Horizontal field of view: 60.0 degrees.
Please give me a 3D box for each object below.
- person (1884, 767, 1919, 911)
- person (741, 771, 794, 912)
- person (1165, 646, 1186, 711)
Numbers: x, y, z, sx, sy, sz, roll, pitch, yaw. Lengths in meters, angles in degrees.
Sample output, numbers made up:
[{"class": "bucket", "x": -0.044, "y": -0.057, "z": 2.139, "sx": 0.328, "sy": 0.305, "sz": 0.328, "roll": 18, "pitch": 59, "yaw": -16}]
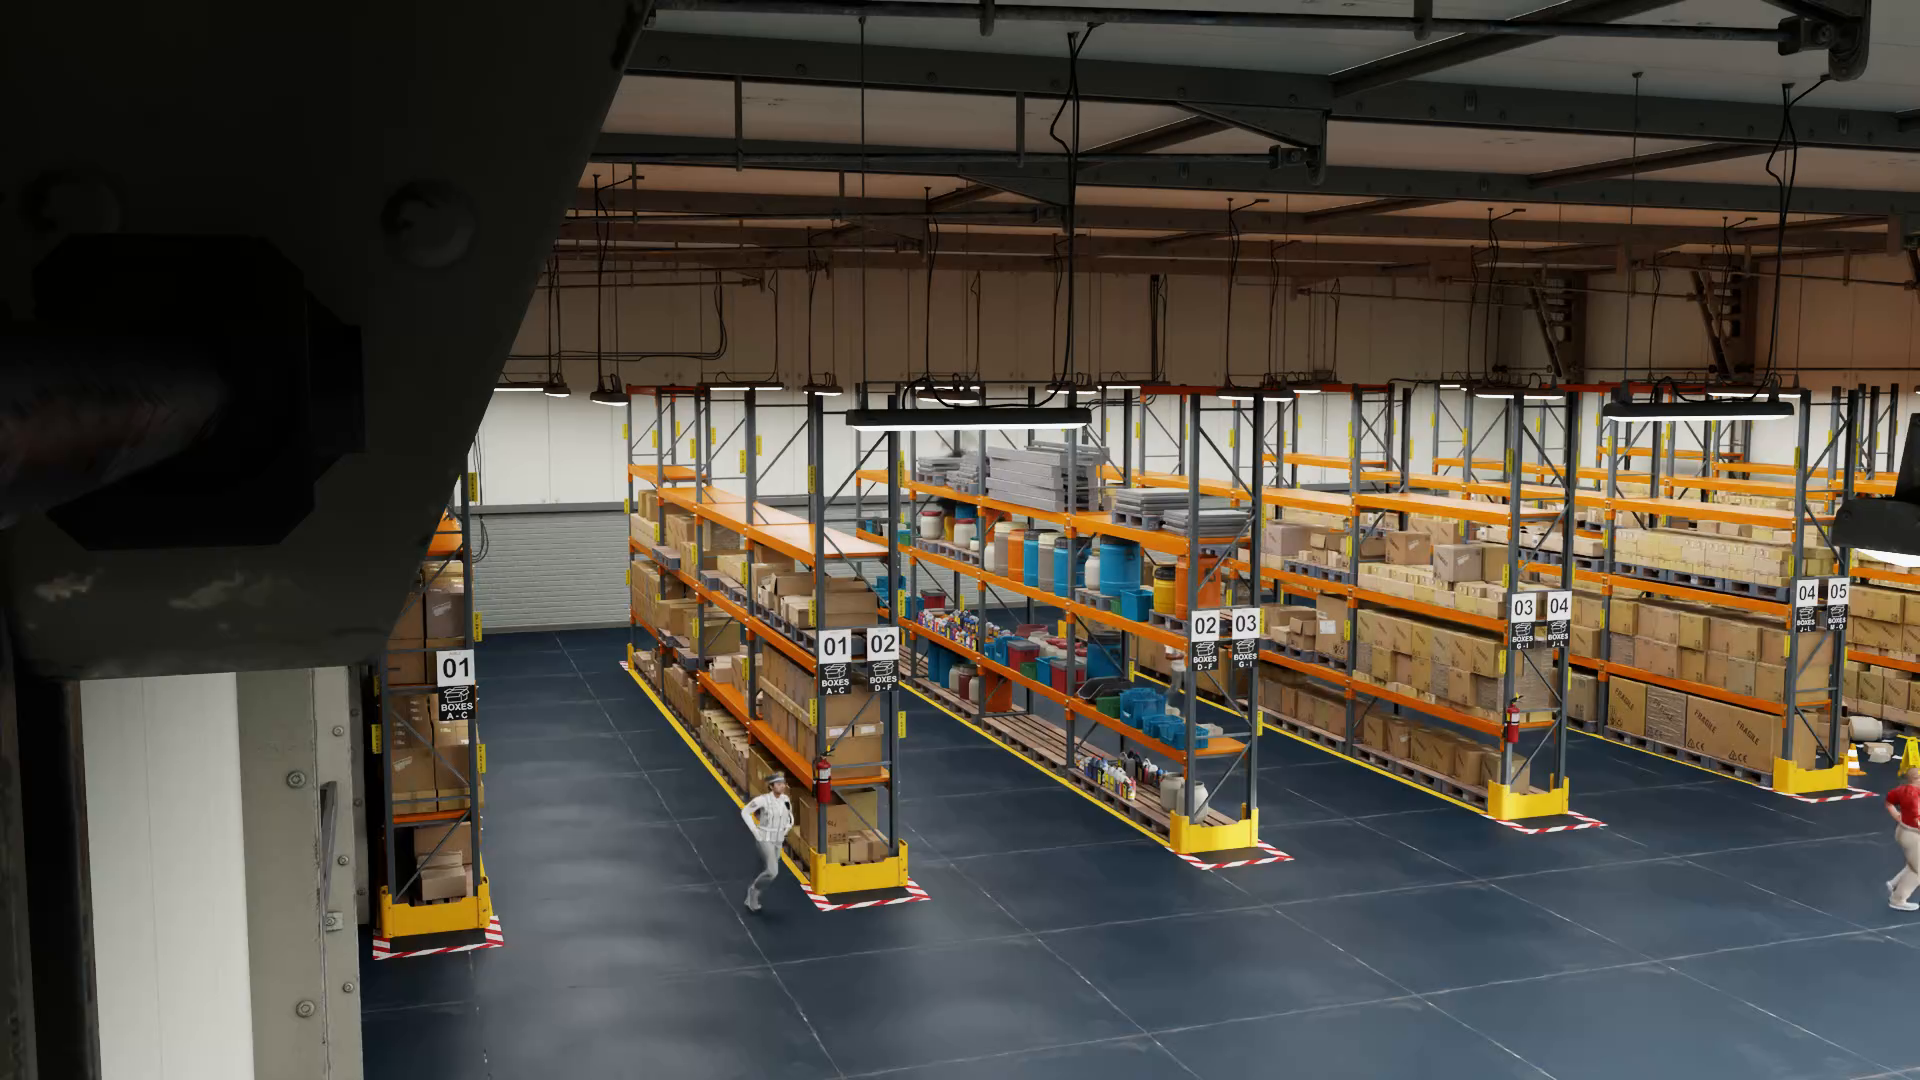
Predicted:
[{"class": "person", "x": 11.199, "y": 3.487, "z": 19.406, "sx": 0.612, "sy": 1.691, "sz": 0.633, "roll": 1, "pitch": 6, "yaw": 9}, {"class": "person", "x": -2.194, "y": 3.503, "z": 19.411, "sx": 0.570, "sy": 1.633, "sz": 0.591, "roll": 5, "pitch": 8, "yaw": 43}, {"class": "person", "x": 4.005, "y": 2.350, "z": 30.069, "sx": 0.711, "sy": 1.804, "sz": 0.946, "roll": -2, "pitch": 6, "yaw": -16}]
